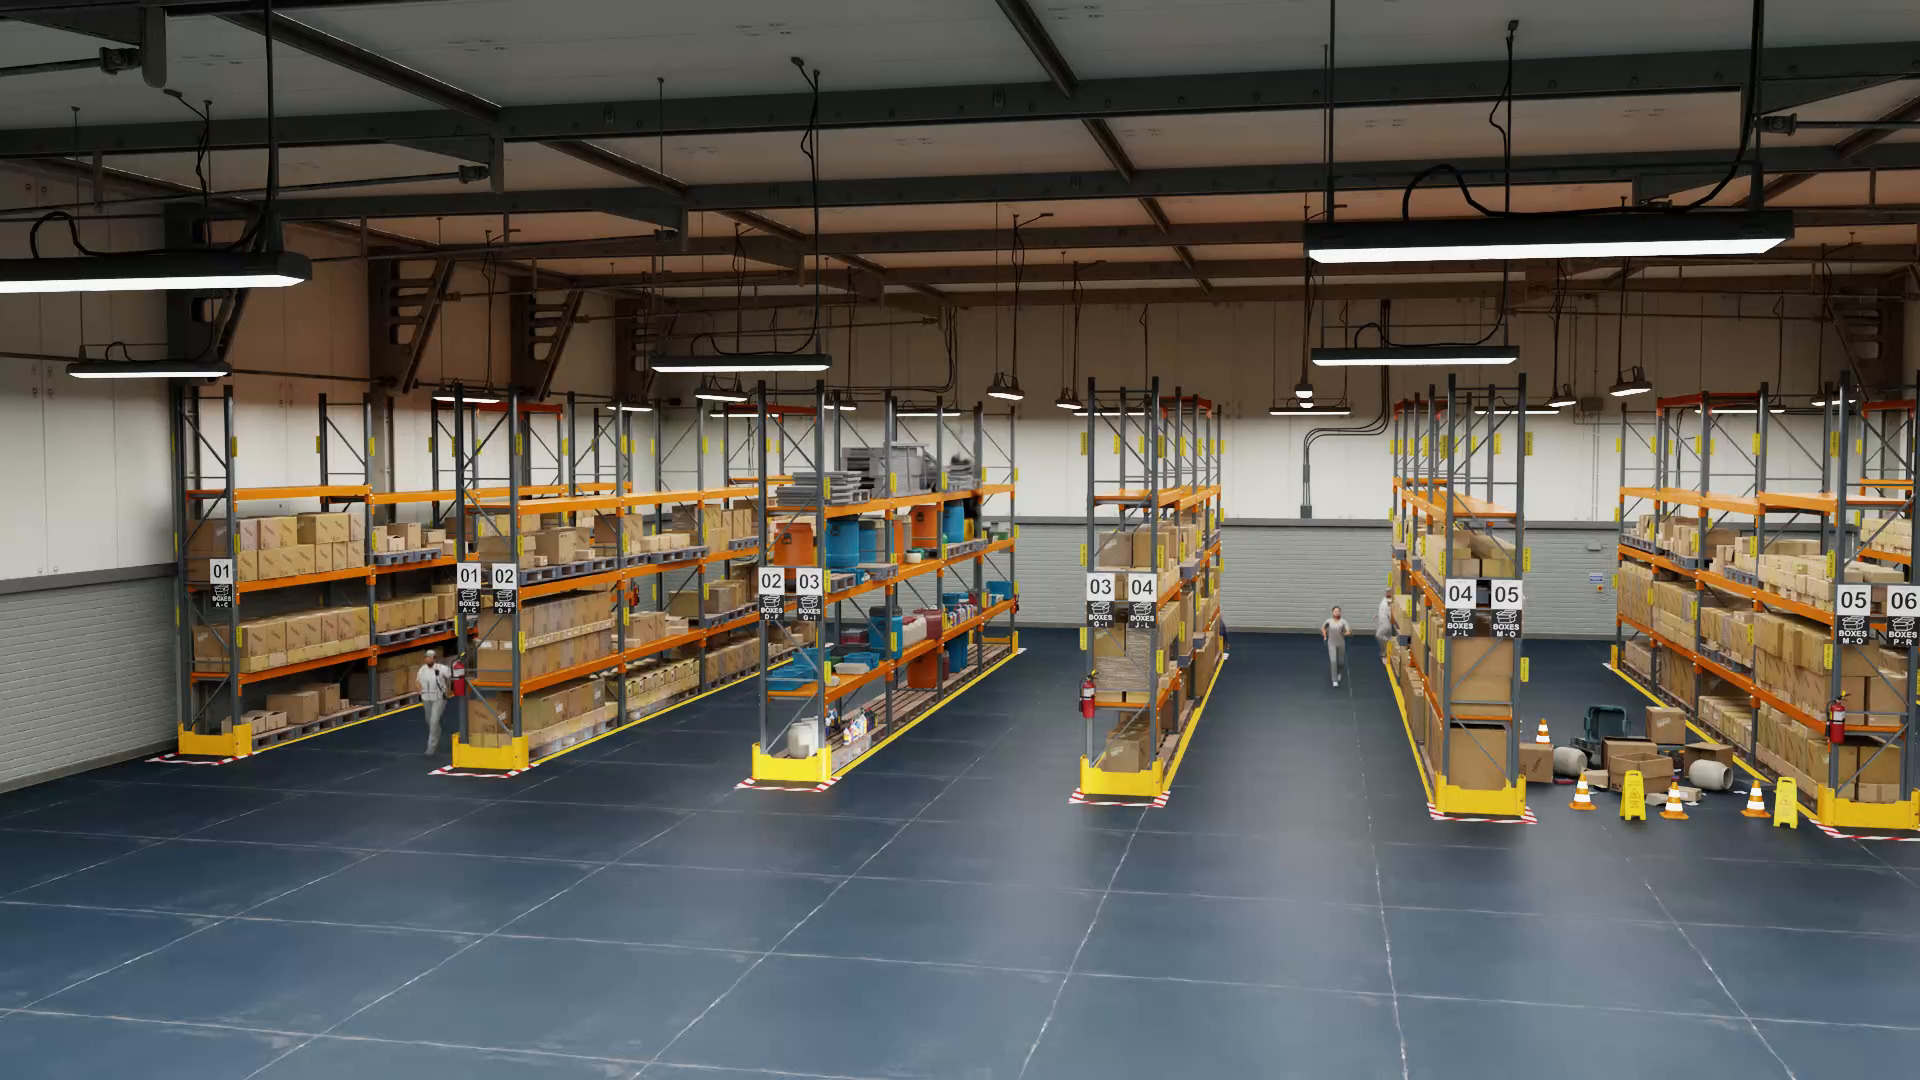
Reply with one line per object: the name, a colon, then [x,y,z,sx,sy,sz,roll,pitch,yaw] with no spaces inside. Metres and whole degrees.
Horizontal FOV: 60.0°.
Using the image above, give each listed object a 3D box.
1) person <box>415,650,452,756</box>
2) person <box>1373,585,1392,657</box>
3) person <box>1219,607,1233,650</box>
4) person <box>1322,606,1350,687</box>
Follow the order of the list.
person: [-8.663,2.643,27.420,0.584,1.684,0.934,0,3,8]
person: [10.134,1.932,39.487,0.585,1.725,0.723,-1,3,-17]
person: [6.199,1.893,40.988,0.920,1.662,0.618,2,4,35]
person: [7.884,2.208,34.867,0.573,1.645,0.939,0,3,8]
